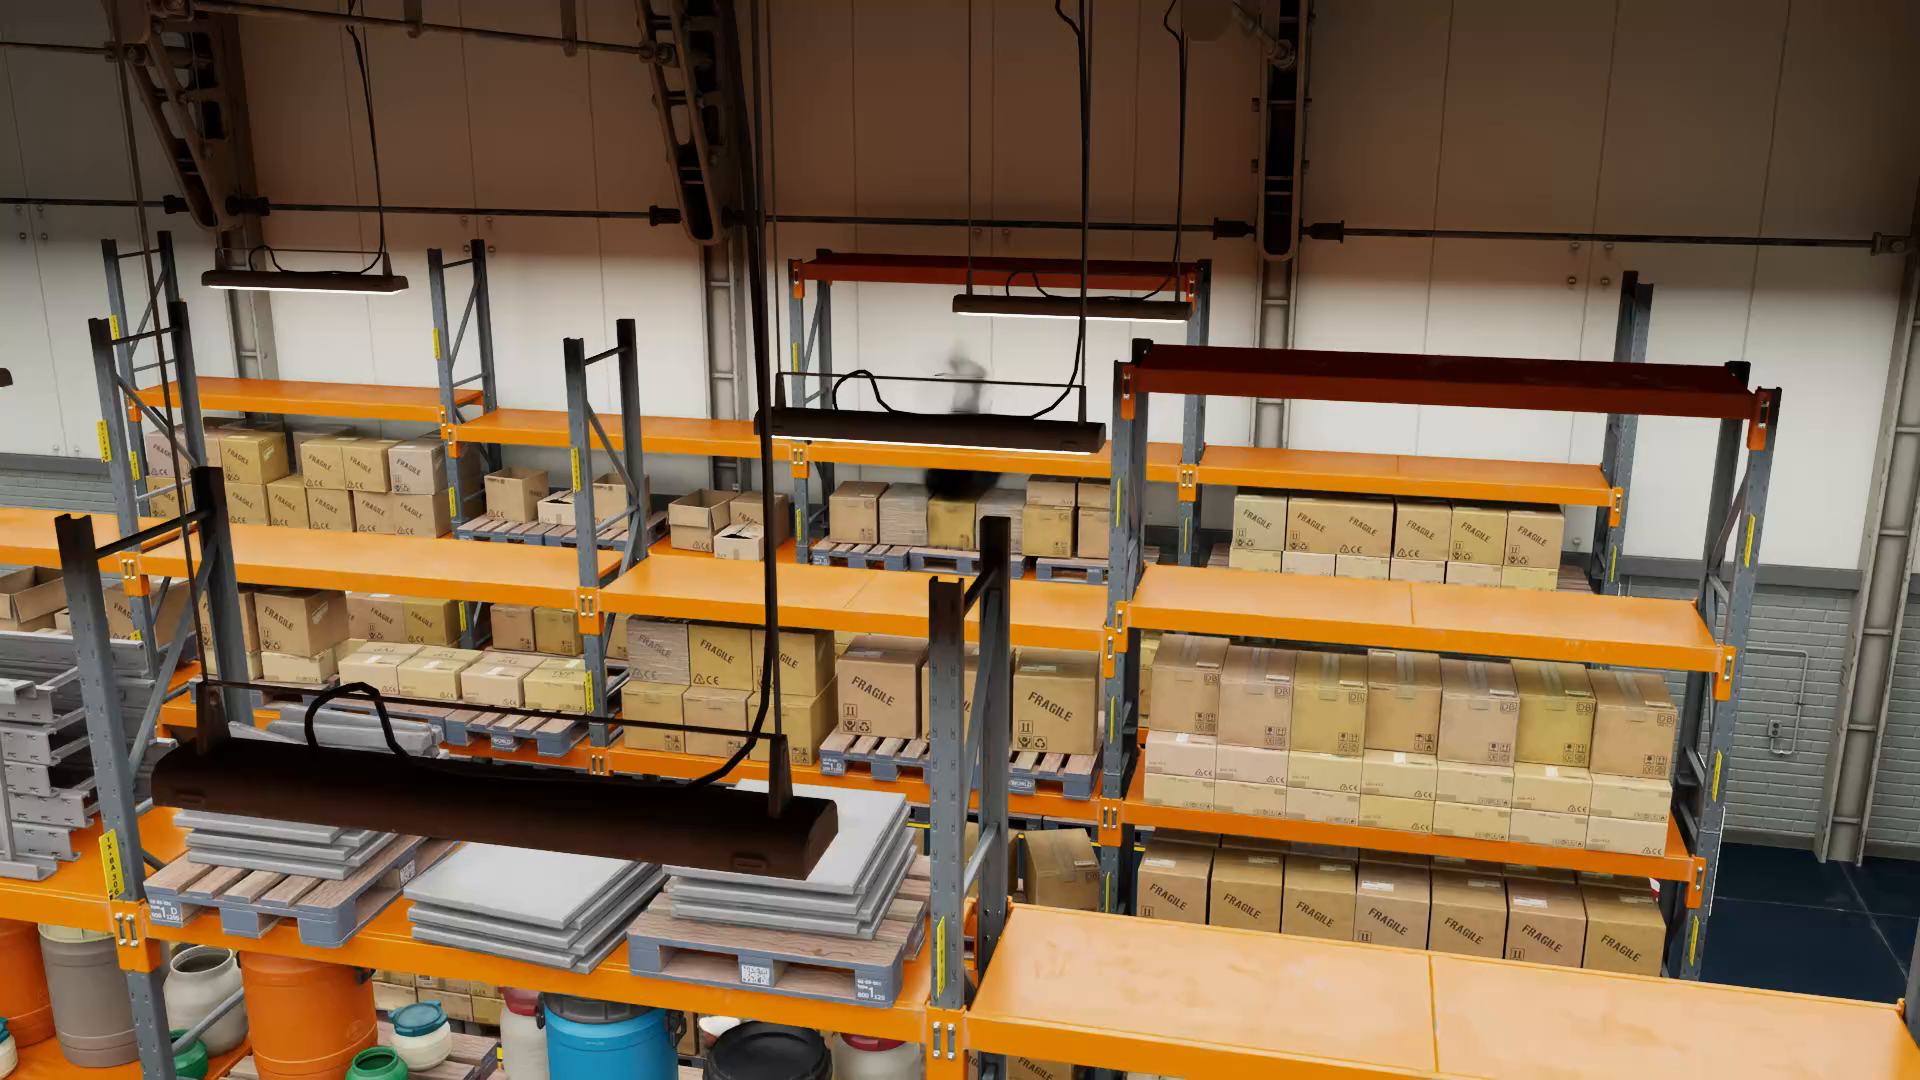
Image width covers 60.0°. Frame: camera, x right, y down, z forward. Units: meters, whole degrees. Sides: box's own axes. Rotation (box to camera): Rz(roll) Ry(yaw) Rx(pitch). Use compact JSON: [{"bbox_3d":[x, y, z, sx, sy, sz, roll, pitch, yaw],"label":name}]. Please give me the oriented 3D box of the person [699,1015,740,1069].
[{"bbox_3d":[-1.577,4.015,11.374,0.995,1.786,0.644,1,16,3],"label":"person"}]
